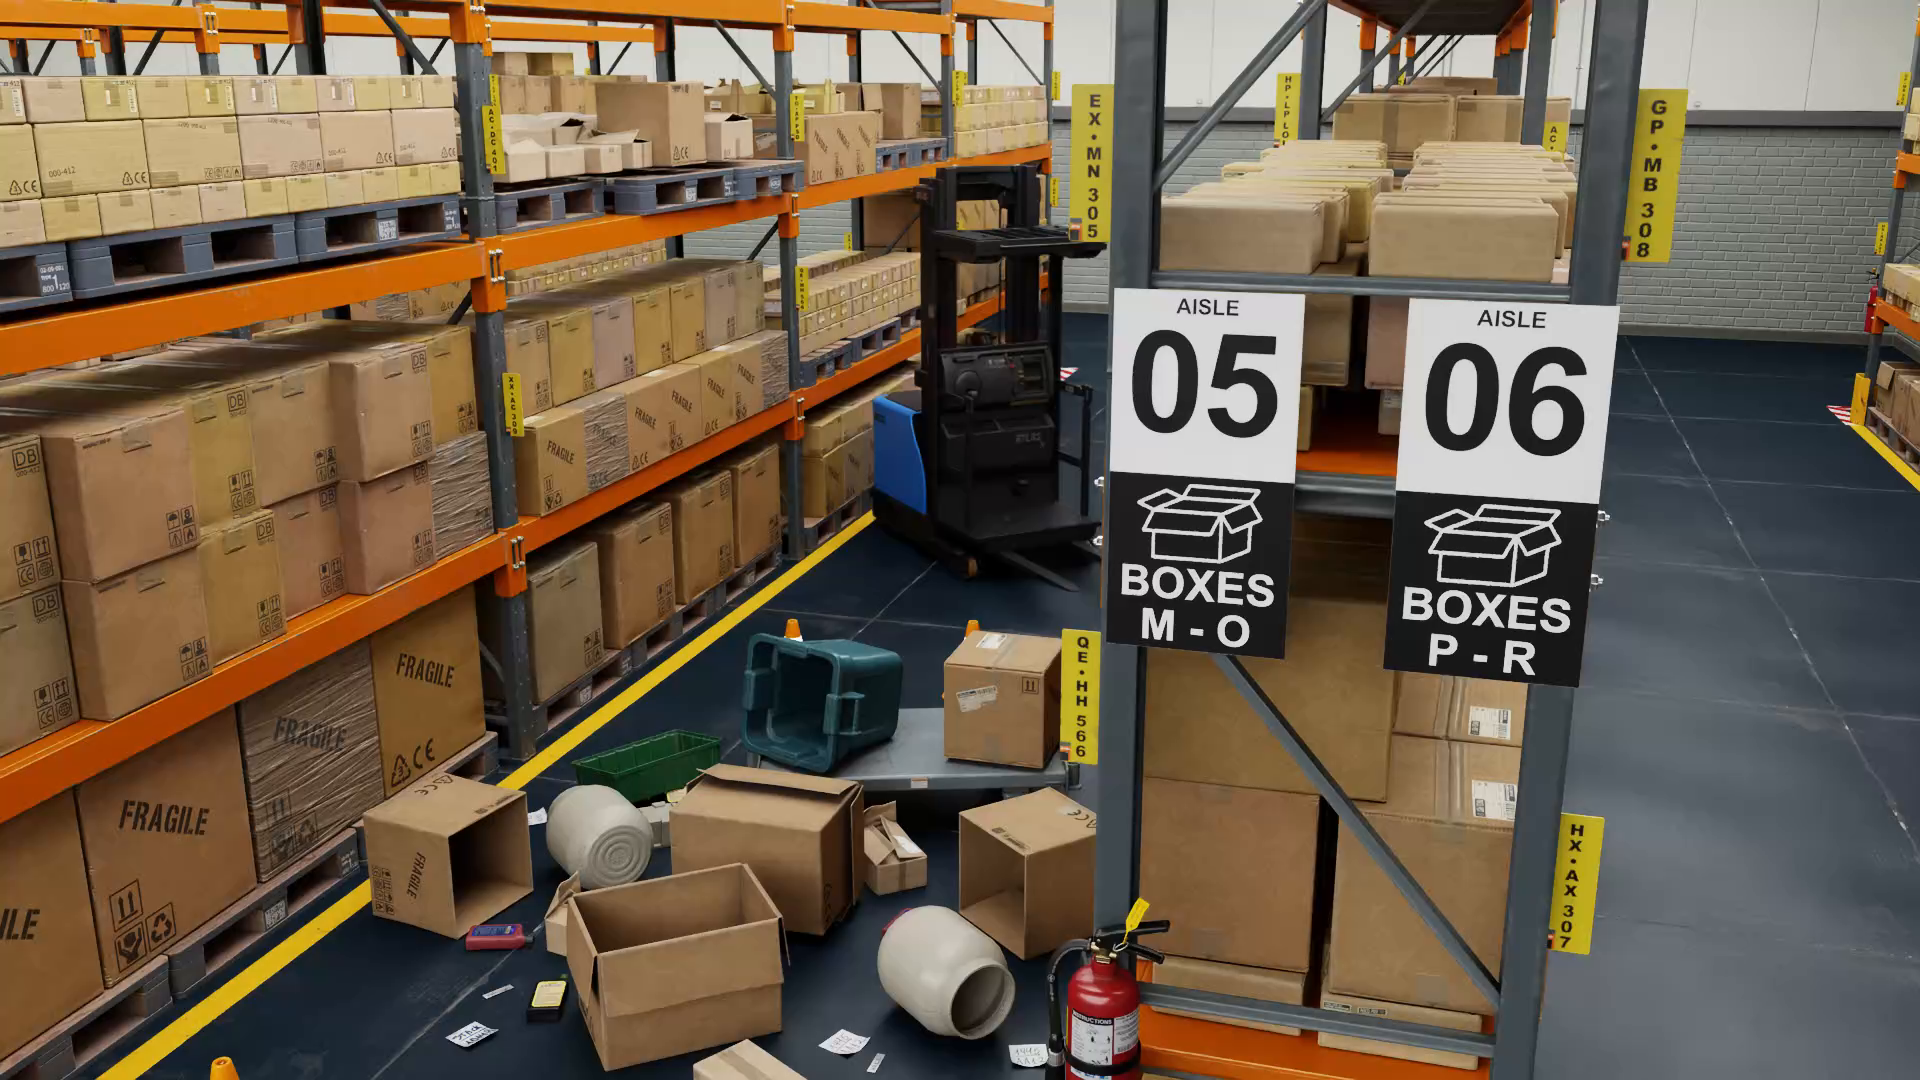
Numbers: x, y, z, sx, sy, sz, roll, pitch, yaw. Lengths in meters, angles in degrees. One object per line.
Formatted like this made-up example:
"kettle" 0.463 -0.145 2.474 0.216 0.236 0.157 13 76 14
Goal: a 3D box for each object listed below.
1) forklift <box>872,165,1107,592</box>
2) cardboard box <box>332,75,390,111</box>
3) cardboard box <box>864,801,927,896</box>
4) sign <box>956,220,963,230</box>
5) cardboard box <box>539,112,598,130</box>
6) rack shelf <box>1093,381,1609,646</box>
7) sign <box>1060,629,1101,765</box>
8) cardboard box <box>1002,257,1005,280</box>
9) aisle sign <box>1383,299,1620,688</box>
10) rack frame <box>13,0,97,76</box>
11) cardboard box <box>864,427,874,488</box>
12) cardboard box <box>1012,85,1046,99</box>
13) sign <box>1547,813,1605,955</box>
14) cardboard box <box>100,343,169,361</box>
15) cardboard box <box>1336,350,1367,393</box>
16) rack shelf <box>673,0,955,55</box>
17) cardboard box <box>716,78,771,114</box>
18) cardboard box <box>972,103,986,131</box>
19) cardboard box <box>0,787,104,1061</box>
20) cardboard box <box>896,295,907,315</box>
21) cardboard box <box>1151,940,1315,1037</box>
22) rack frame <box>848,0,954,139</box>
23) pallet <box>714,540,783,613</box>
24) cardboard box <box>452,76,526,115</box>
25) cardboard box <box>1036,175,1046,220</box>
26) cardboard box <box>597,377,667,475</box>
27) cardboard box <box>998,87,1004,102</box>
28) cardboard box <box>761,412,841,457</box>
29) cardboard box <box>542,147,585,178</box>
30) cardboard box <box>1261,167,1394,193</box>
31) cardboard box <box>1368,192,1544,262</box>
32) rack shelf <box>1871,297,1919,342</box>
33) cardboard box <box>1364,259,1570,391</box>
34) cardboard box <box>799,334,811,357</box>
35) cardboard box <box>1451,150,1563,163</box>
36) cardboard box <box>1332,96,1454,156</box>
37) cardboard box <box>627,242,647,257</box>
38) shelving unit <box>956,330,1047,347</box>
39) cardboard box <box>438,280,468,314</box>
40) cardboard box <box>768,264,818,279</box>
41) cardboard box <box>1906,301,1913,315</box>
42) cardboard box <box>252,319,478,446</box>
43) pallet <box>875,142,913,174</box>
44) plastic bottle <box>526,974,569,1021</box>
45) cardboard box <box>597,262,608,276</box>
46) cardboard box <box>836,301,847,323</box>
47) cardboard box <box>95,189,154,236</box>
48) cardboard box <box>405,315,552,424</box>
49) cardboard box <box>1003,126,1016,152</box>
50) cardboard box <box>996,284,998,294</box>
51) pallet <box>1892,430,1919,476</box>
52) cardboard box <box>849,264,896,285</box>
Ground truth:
"forklift" 0.386 -1.257 12.390 1.130 2.935 3.031 -8 18 -26
"cardboard box" -2.771 -1.986 7.383 0.380 0.149 0.250 5 16 16
"cardboard box" -0.343 1.437 7.775 0.258 0.266 0.396 -7 17 -23
"sign" -0.022 -2.890 15.900 0.100 0.325 0.005 5 16 16
"cardboard box" -2.397 -2.541 10.505 0.500 0.311 0.500 4 16 15
"rack shelf" 1.378 -0.498 5.411 1.077 0.370 4.000 5 16 16
"sign" 0.283 0.364 3.846 0.100 0.325 0.005 5 16 16
"cardboard box" 0.263 -3.078 17.955 0.500 0.500 0.500 5 17 19
"aisle sign" 1.089 -0.089 3.381 0.394 0.787 0.004 5 16 16
"rack frame" -10.031 -6.056 18.191 1.000 3.000 0.127 5 16 16
"cardboard box" -0.965 -0.760 14.322 0.500 0.500 0.500 4 16 14
"cardboard box" 0.769 -5.115 18.997 0.380 0.149 0.250 4 16 15
"sign" 1.330 0.747 3.611 0.100 0.325 0.005 5 16 16
"cardboard box" -6.596 -1.692 12.844 0.700 0.500 0.500 7 17 24
"cardboard box" 0.926 -0.511 4.598 0.380 0.149 0.250 5 17 16
"rack shelf" -1.123 -4.200 13.695 1.077 0.370 4.000 5 16 16
"cardboard box" -1.695 -3.449 12.910 0.396 0.266 0.258 5 16 16
"cardboard box" -0.042 -4.224 16.586 0.500 0.250 0.500 5 16 16
"cardboard box" -3.836 1.402 6.014 0.875 0.875 0.875 5 17 16
"cardboard box" -0.696 -2.138 15.062 0.380 0.149 0.250 4 16 13
"cardboard box" 0.711 1.128 4.315 0.380 0.149 0.250 5 17 18
"rack frame" -0.555 -5.261 15.387 1.000 3.000 0.127 5 16 16
"pallet" -1.988 0.213 12.190 1.003 0.211 1.213 5 16 16
"cardboard box" -5.117 -4.737 17.900 0.700 0.500 0.500 4 16 13
"cardboard box" 0.690 -3.955 19.215 0.500 0.500 0.500 4 16 15
"cardboard box" -2.134 -0.710 10.151 0.500 0.500 0.500 5 16 16
"cardboard box" 0.241 -4.645 17.341 0.380 0.149 0.250 4 16 14
"cardboard box" -1.264 -0.850 13.268 0.500 0.250 0.500 4 16 13
"cardboard box" -2.296 -2.107 9.270 0.250 0.149 0.380 5 16 16
"cardboard box" 1.085 -1.020 4.932 0.380 0.149 0.250 4 16 14
"cardboard box" 1.162 -0.728 3.902 0.380 0.149 0.250 5 16 16
"rack shelf" 9.548 -1.811 15.535 1.077 0.370 4.000 5 16 16
"cardboard box" 1.208 -0.503 3.839 0.500 0.250 0.500 4 16 15
"cardboard box" -1.371 -1.511 12.851 0.380 0.149 0.250 4 16 15
"cardboard box" 1.957 -1.318 5.979 0.380 0.149 0.250 5 17 18
"cardboard box" 1.989 -1.900 7.622 0.500 0.250 0.500 5 17 17
"cardboard box" -4.173 -3.624 20.337 0.500 0.250 0.500 4 16 15
"shelving unit" 0.312 -1.147 14.624 1.048 1.500 0.538 -13 20 -37
"cardboard box" -5.300 -2.562 16.681 0.500 0.500 0.500 5 17 18
"cardboard box" -1.475 -2.337 14.671 0.380 0.149 0.250 5 17 18
"cardboard box" 9.560 -2.292 16.372 0.380 0.149 0.250 5 17 18
"cardboard box" -2.966 -0.780 8.328 0.875 0.550 0.550 5 16 16
"pallet" -1.124 -3.303 14.325 1.213 0.211 1.003 5 16 16
"plastic bottle" -1.659 1.843 6.721 0.133 0.061 0.283 -1 16 -3
"cardboard box" -4.365 -3.193 19.551 0.380 0.149 0.250 5 17 17
"cardboard box" -1.143 -1.871 13.574 0.380 0.149 0.250 5 17 16
"cardboard box" -3.202 -1.203 6.084 0.380 0.149 0.250 5 16 15
"cardboard box" -2.693 -0.942 9.136 0.700 0.500 0.500 4 16 15
"cardboard box" 0.282 -4.250 17.593 0.500 0.250 0.500 5 17 18
"cardboard box" 0.198 -2.725 17.900 0.380 0.149 0.250 5 17 18
"pallet" 9.521 -0.792 15.735 1.003 0.211 1.213 5 16 16
"cardboard box" -0.781 -2.352 14.724 0.380 0.149 0.250 4 16 14
